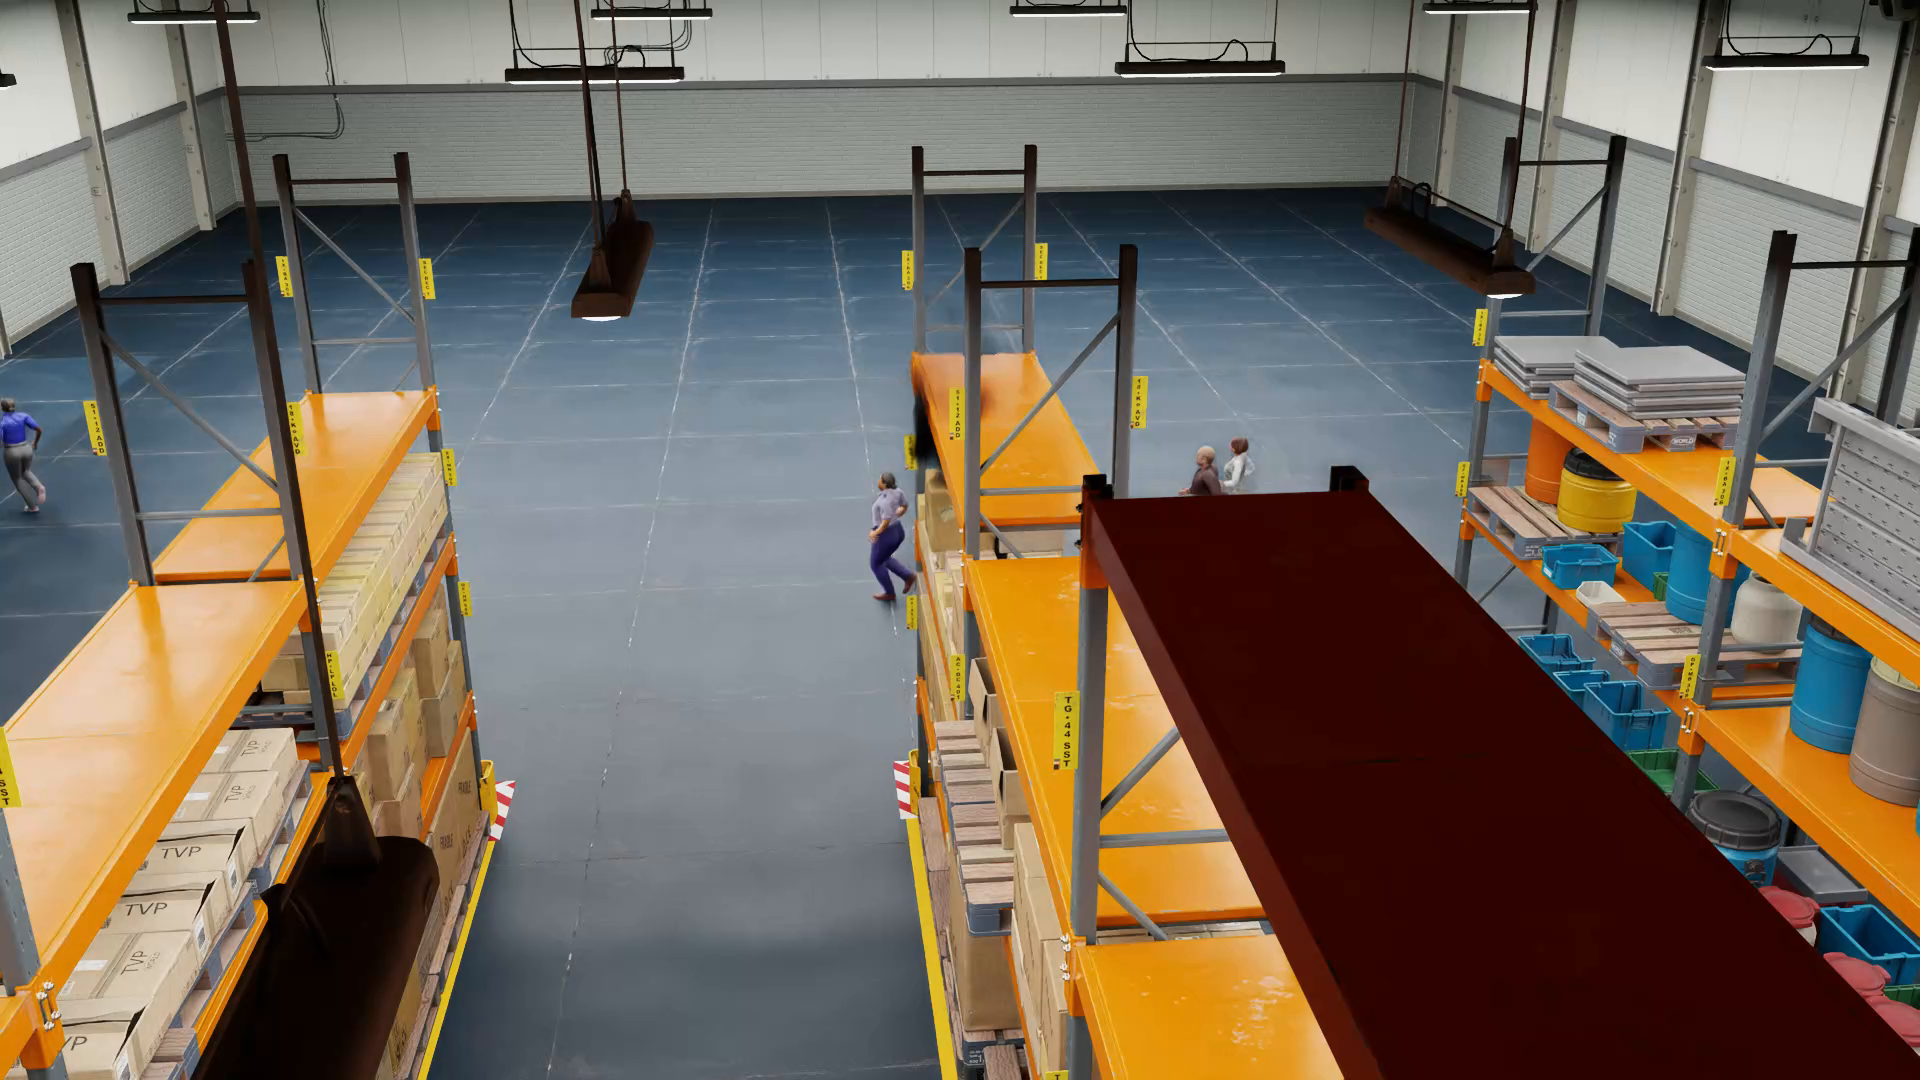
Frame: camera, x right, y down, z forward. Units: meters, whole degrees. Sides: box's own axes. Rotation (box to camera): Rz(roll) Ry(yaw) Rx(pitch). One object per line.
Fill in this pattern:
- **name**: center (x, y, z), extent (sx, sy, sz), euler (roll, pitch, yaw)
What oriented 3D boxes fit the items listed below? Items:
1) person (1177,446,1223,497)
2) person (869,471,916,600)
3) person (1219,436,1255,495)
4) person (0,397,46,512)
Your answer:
- **person**: center (2.945, -0.250, 19.847), extent (0.947, 1.807, 0.732), euler (7, 23, 17)
- **person**: center (-0.795, -0.040, 19.588), extent (0.537, 1.614, 0.596), euler (9, 23, 21)
- **person**: center (3.423, -0.575, 20.970), extent (0.547, 1.559, 0.522), euler (5, 22, 12)
- **person**: center (-12.708, -1.132, 22.435), extent (0.549, 1.528, 0.567), euler (14, 26, 32)
